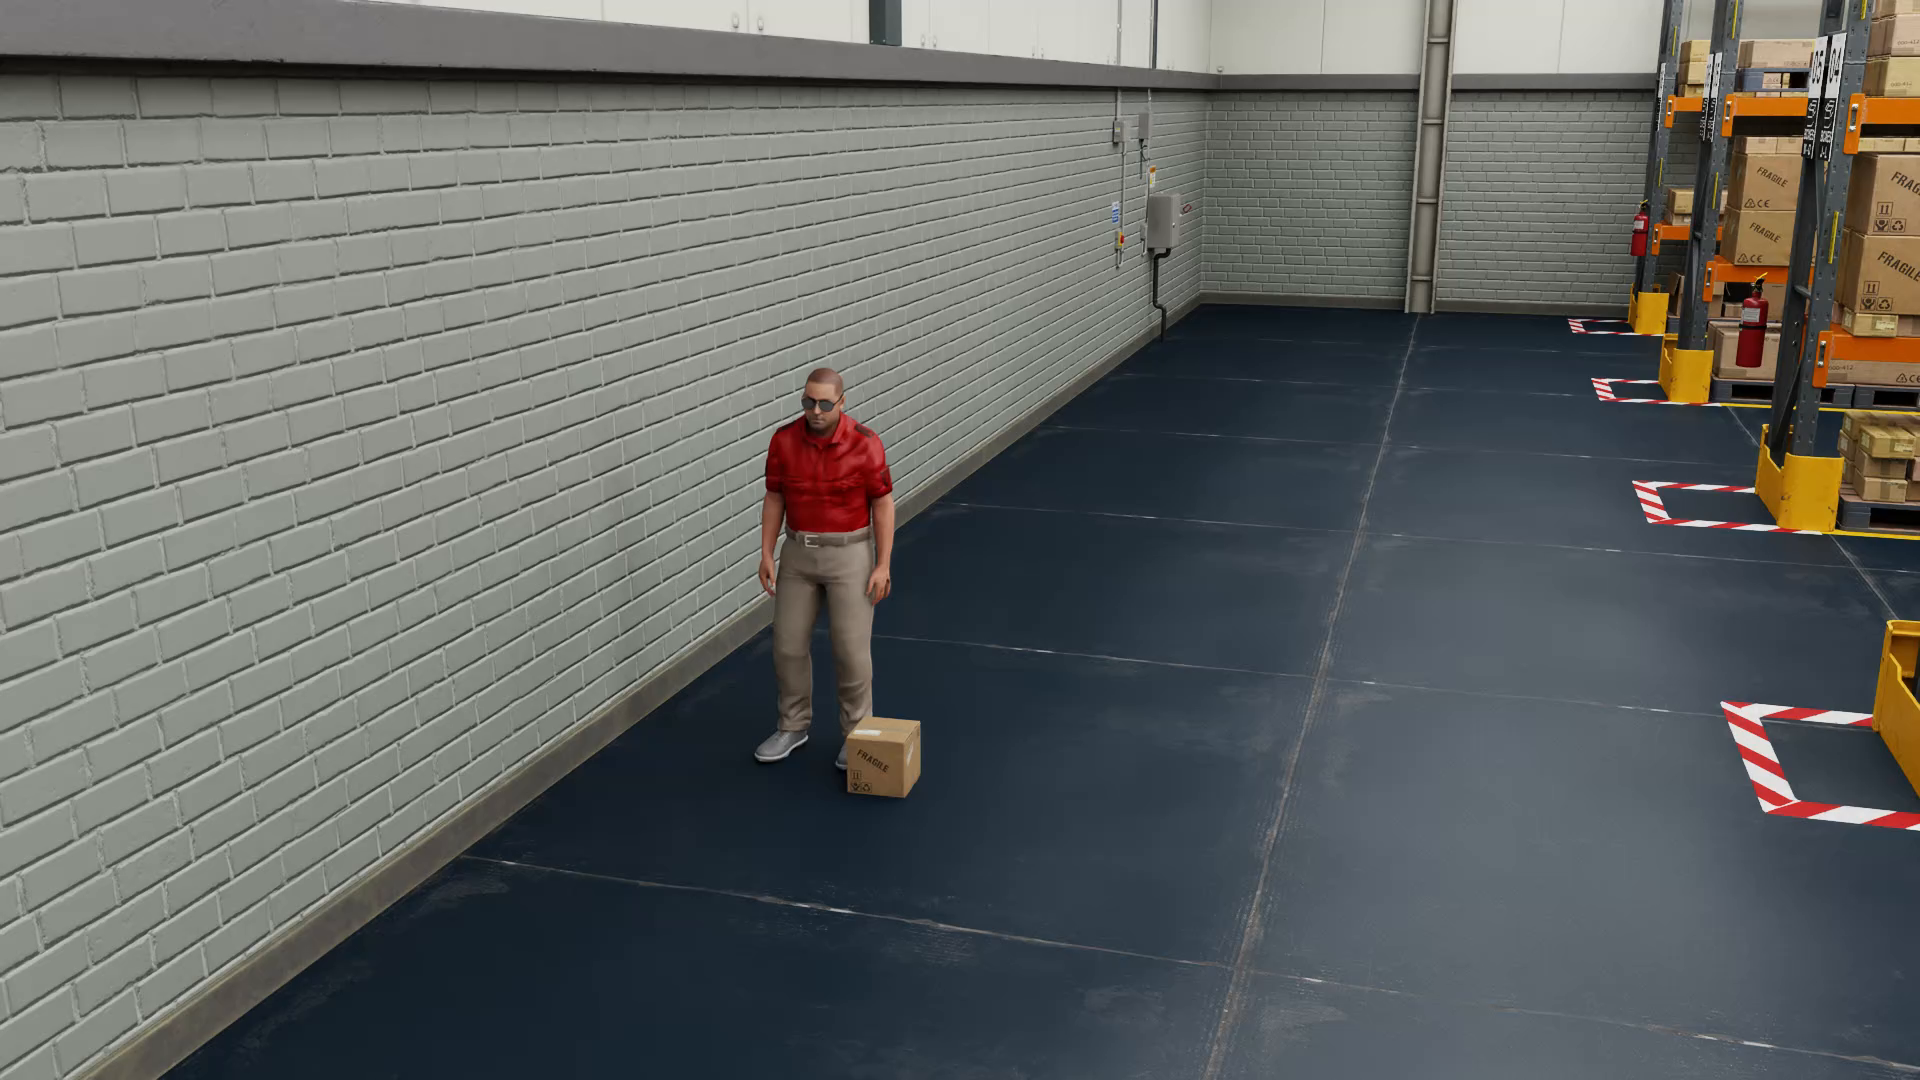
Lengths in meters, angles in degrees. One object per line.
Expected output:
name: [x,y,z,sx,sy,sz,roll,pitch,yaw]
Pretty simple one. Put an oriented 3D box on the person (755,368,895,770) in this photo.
person: [-0.581,0.111,7.130,0.599,1.726,0.393,3,15,13]
